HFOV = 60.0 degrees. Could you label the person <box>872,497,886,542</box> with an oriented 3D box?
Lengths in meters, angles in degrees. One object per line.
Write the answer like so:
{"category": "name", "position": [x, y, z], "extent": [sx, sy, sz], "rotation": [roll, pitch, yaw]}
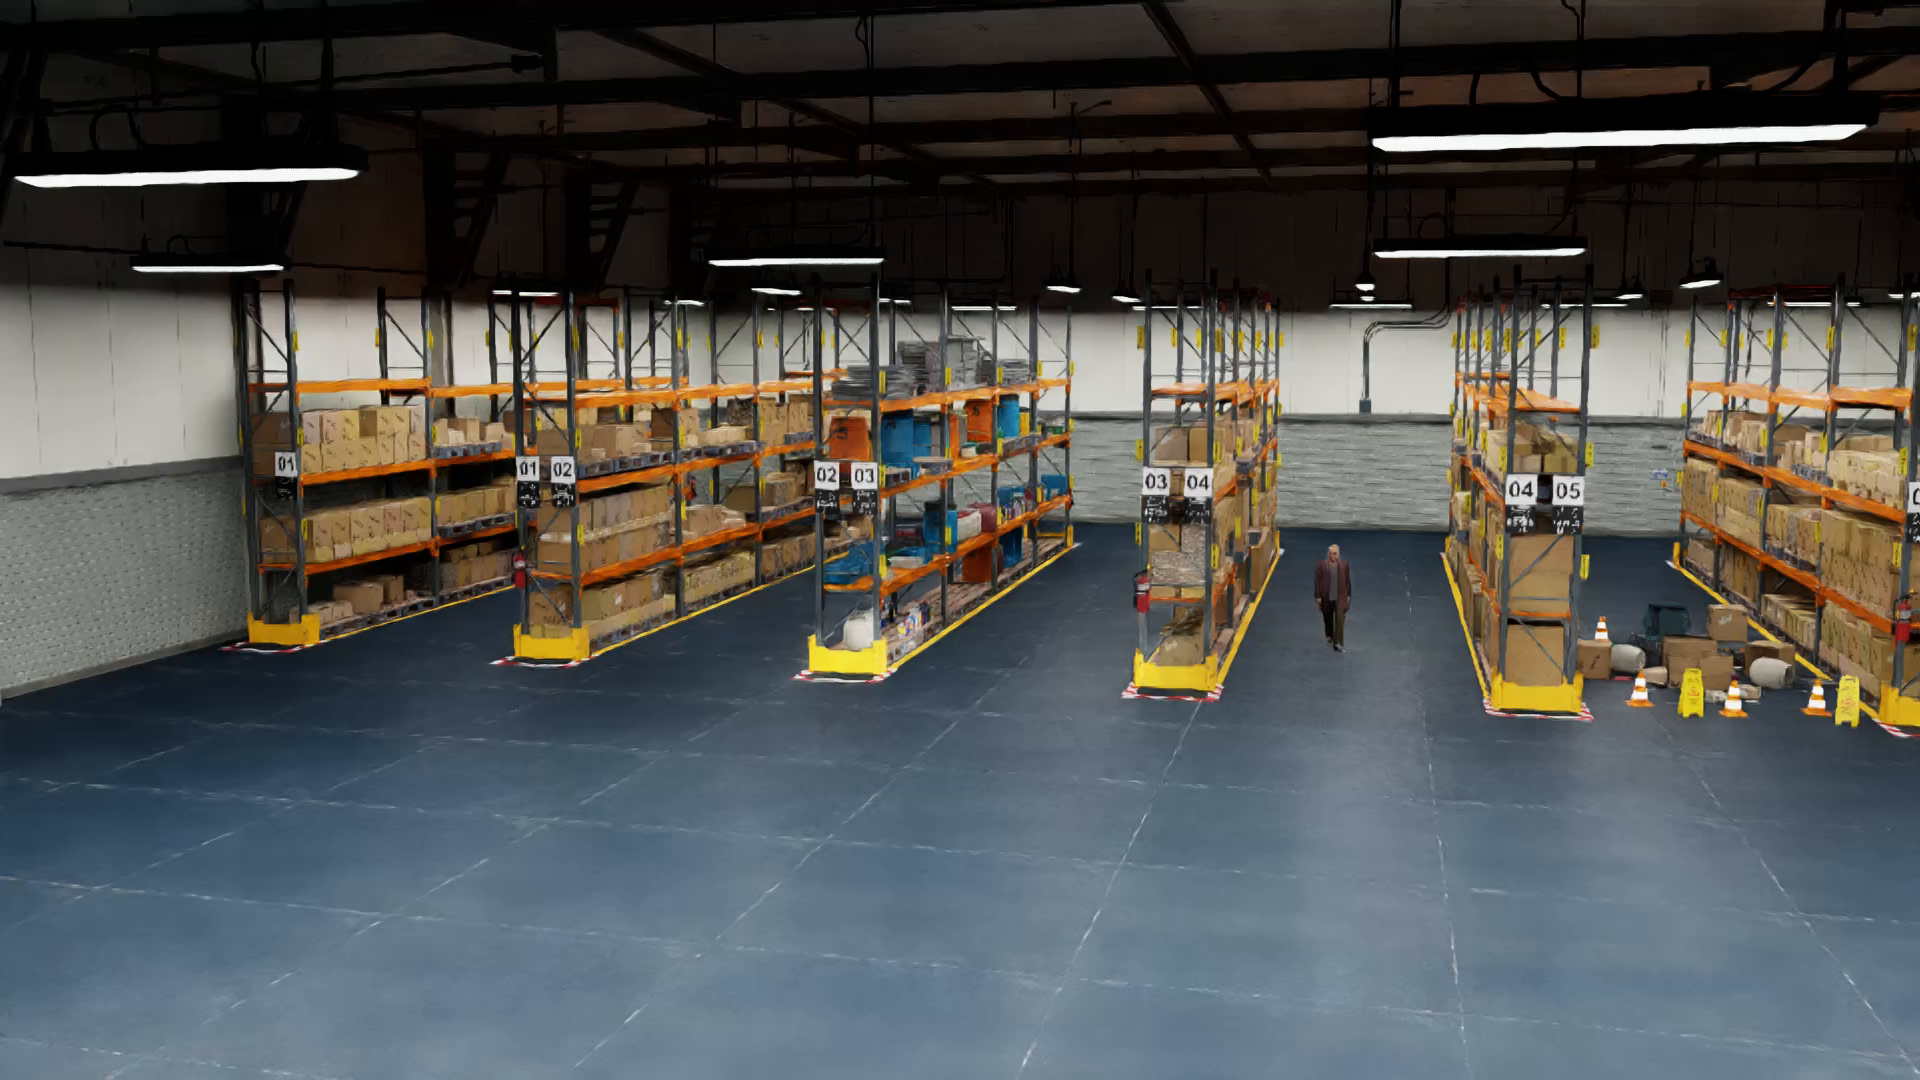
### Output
{"category": "person", "position": [-1.860, -0.532, 38.680], "extent": [0.388, 1.772, 0.703], "rotation": [0, 7, 4]}

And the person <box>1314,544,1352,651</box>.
{"category": "person", "position": [6.049, 0.909, 27.005], "extent": [0.598, 1.698, 1.193], "rotation": [2, 7, 16]}

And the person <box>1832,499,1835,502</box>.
{"category": "person", "position": [19.747, -0.427, 37.926], "extent": [0.465, 1.760, 0.714], "rotation": [-2, 7, -14]}
